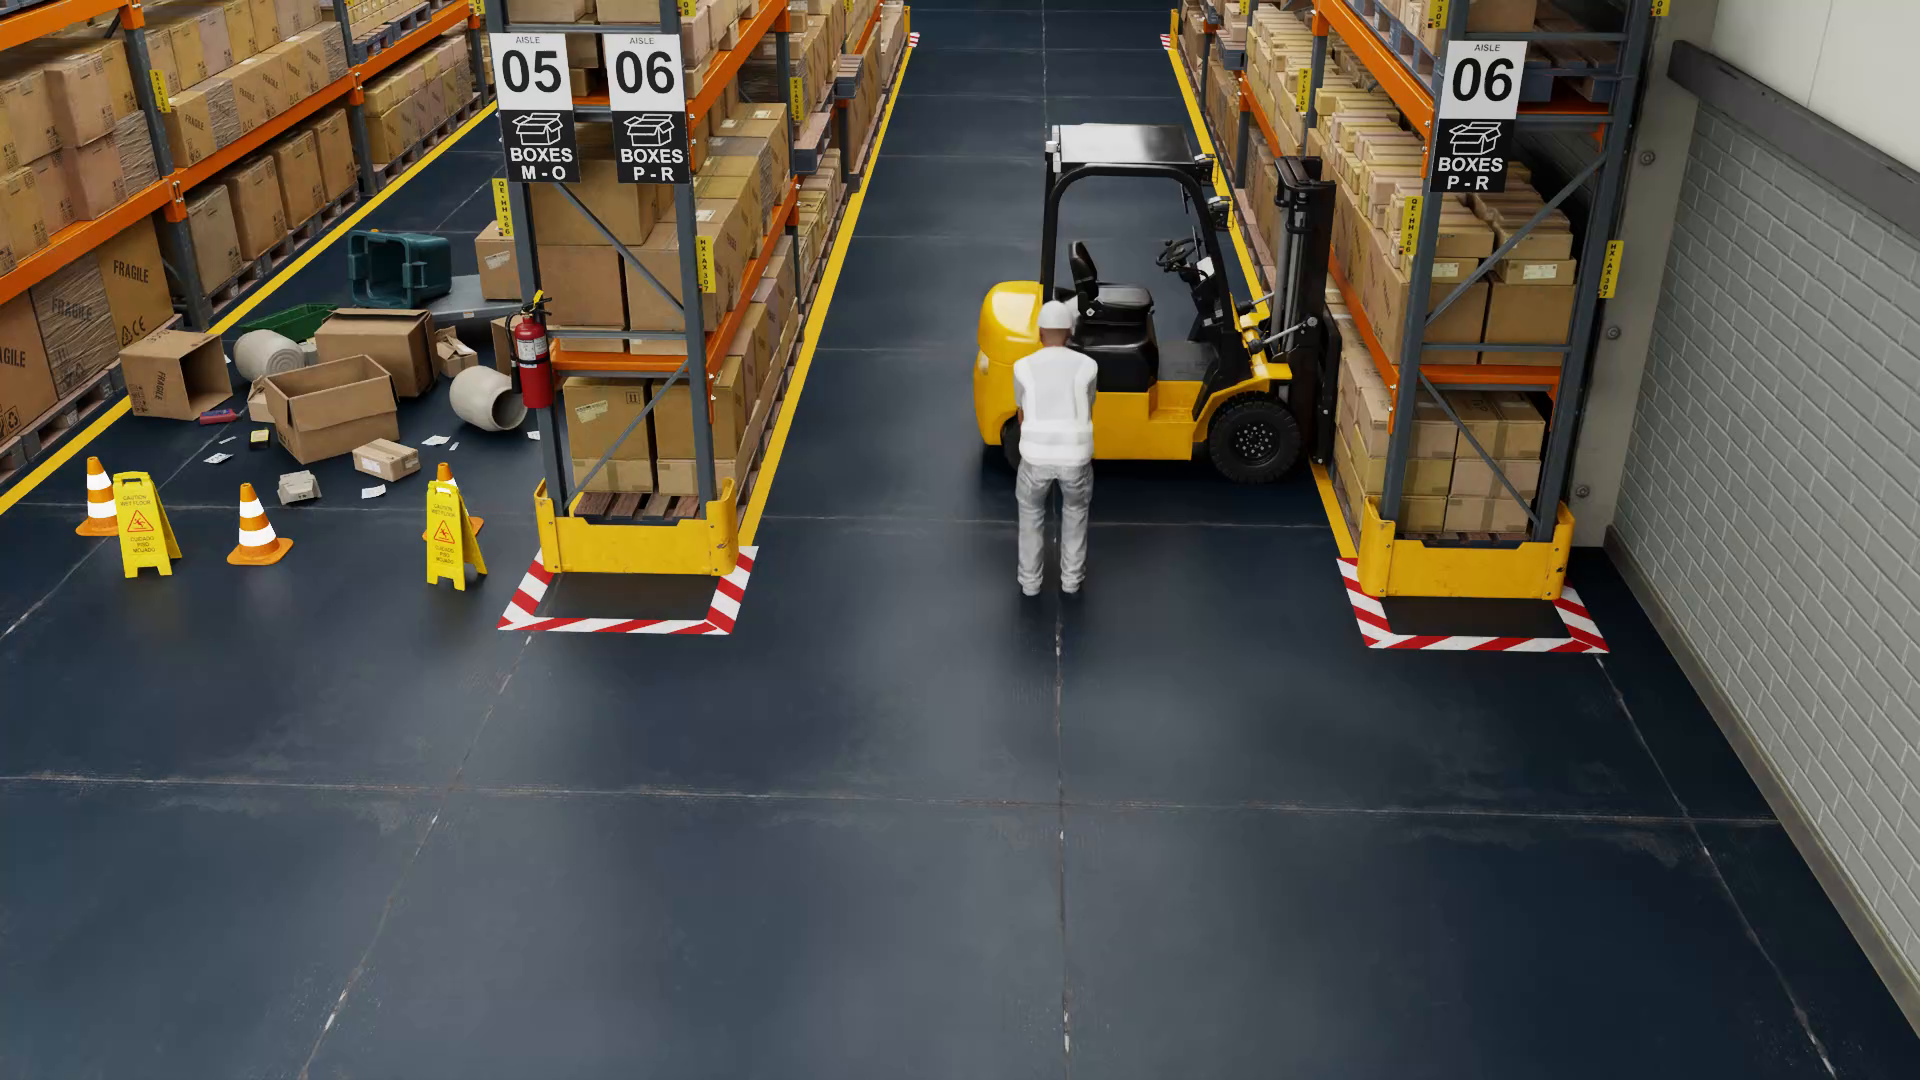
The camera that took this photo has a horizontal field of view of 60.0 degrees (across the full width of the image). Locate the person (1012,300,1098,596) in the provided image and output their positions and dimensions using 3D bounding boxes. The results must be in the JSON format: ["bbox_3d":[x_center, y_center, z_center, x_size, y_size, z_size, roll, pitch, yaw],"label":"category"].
[{"bbox_3d":[0.540,-0.525,9.658,0.485,1.726,0.618,0,28,1],"label":"person"}]
